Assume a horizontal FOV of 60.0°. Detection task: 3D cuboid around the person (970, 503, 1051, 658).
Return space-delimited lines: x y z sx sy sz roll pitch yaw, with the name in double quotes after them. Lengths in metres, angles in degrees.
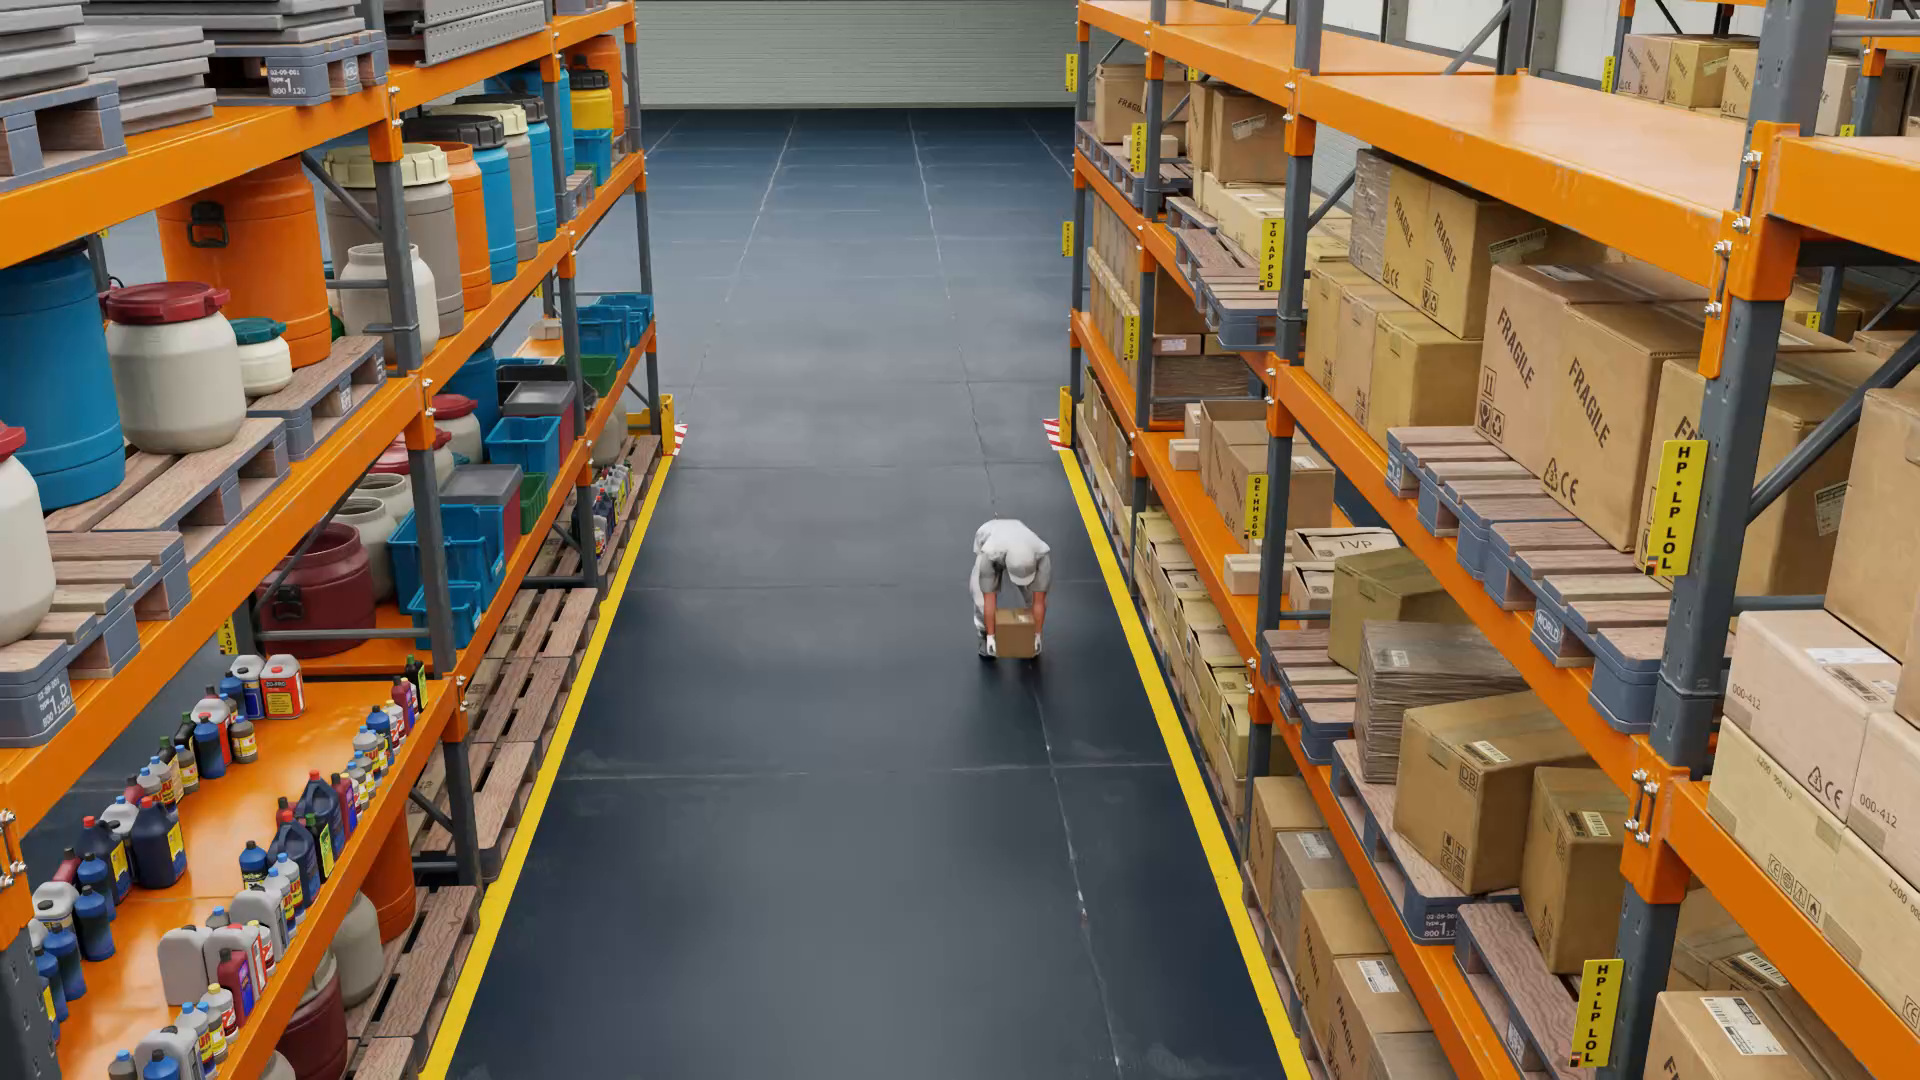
0.345 0.303 11.162 0.524 1.133 0.951 -2 20 -6 "person"
